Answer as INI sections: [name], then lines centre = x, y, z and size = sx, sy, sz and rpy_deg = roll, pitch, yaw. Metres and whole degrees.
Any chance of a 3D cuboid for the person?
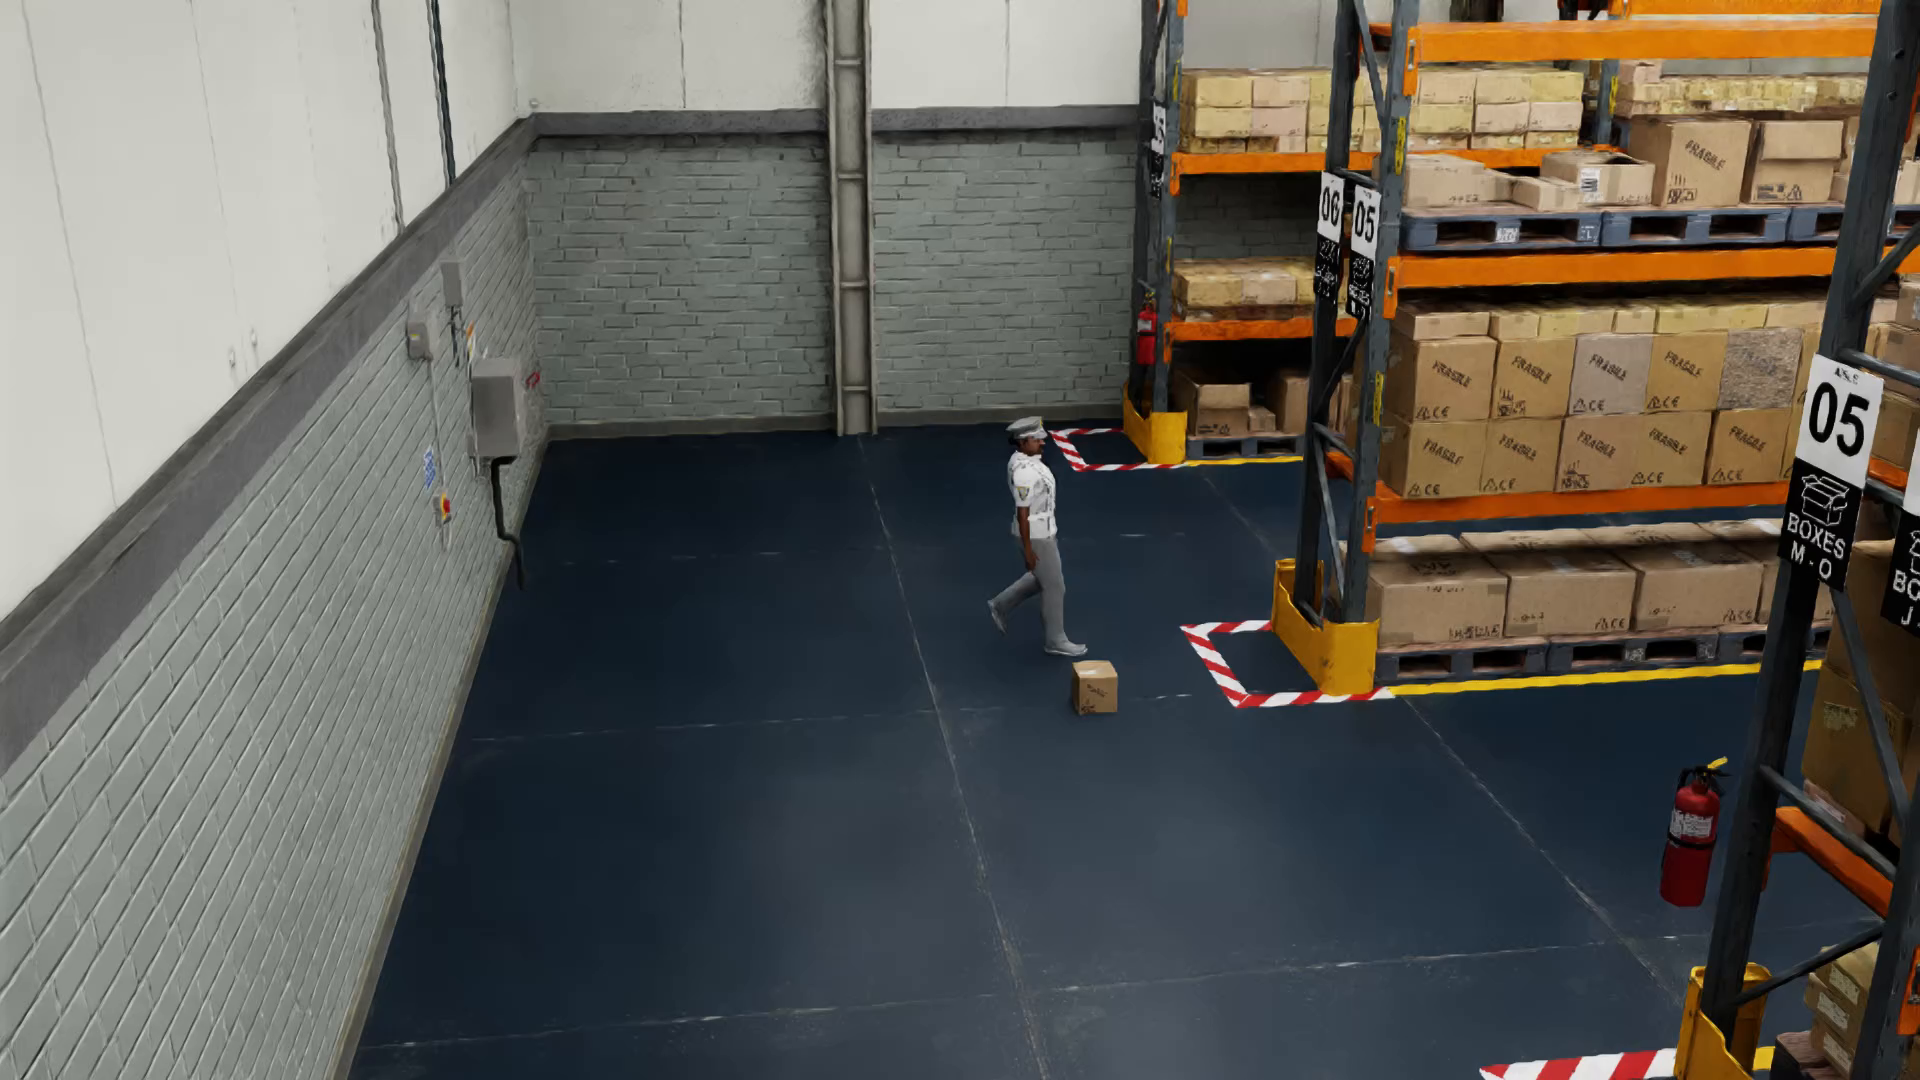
[person]
centre = 0.537, -0.032, 11.143
size = 0.665, 1.676, 0.478
rpy_deg = 0, 20, 1
